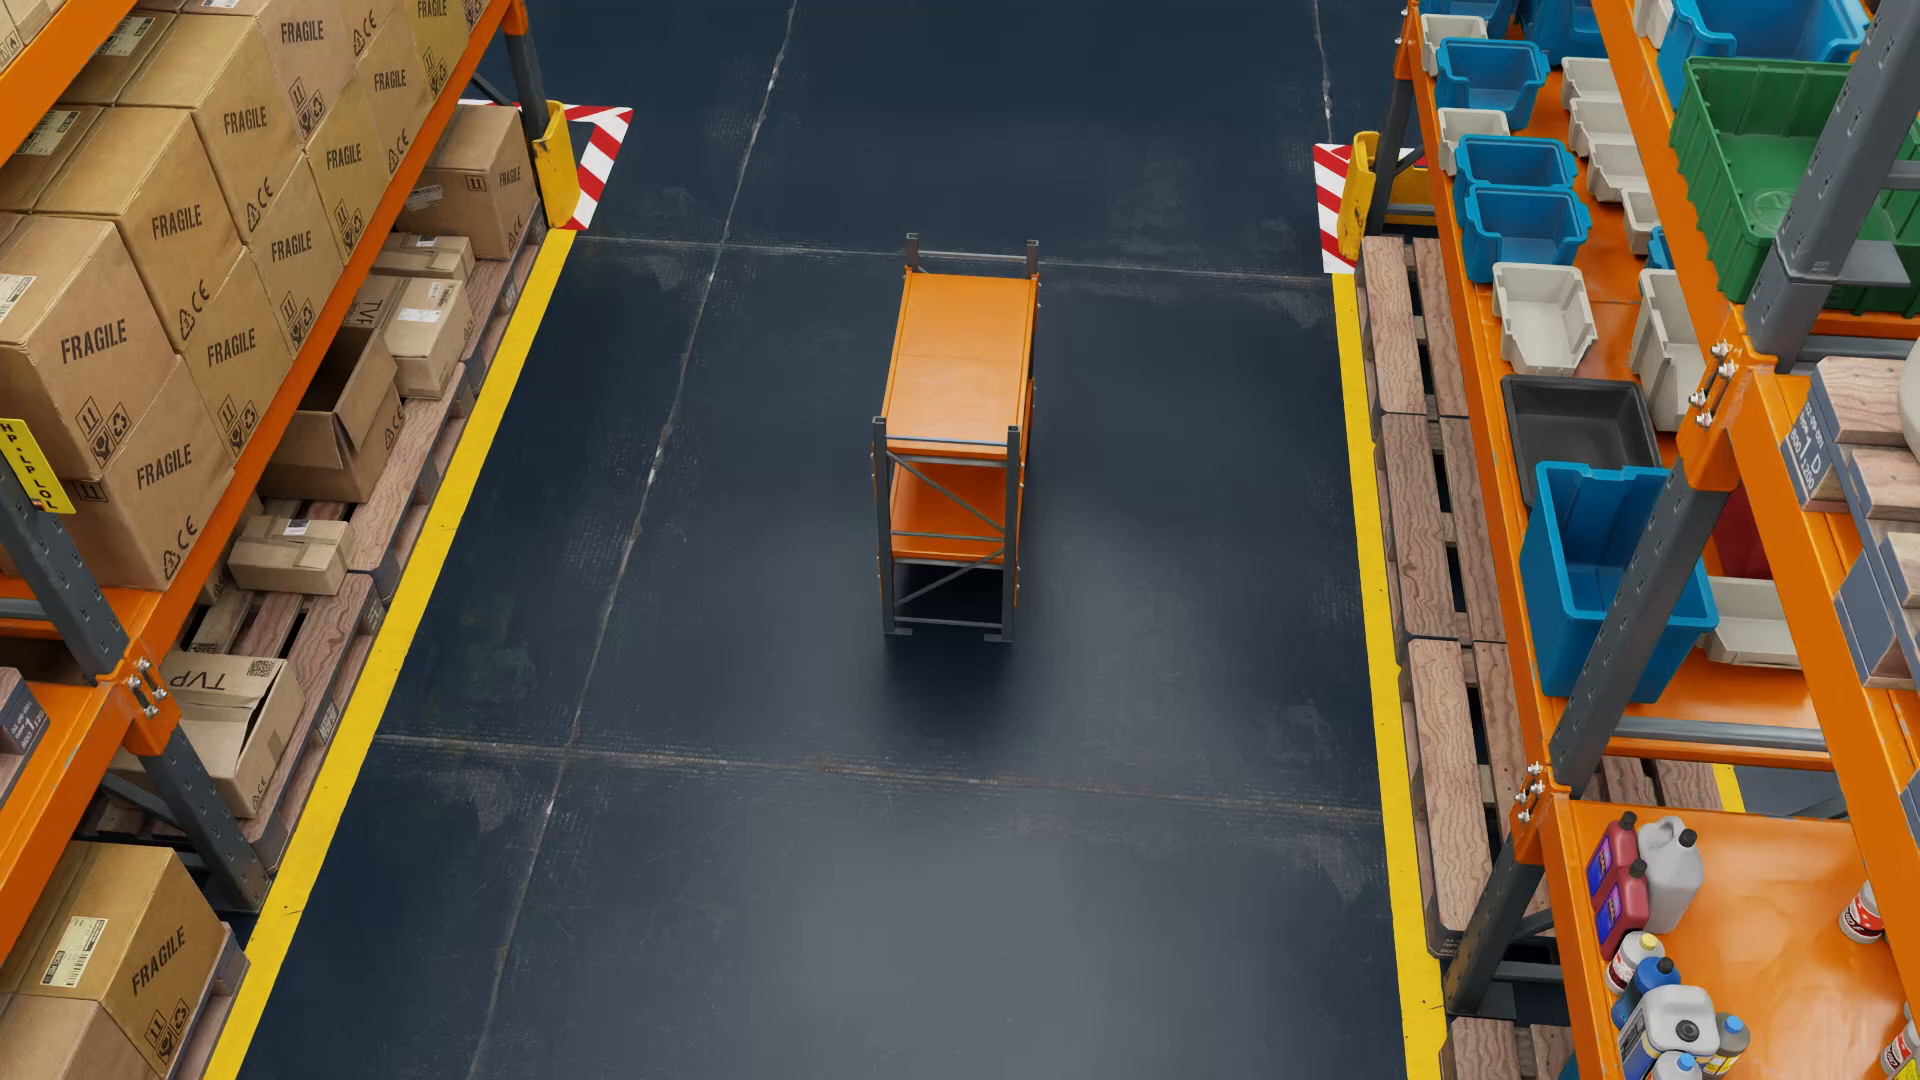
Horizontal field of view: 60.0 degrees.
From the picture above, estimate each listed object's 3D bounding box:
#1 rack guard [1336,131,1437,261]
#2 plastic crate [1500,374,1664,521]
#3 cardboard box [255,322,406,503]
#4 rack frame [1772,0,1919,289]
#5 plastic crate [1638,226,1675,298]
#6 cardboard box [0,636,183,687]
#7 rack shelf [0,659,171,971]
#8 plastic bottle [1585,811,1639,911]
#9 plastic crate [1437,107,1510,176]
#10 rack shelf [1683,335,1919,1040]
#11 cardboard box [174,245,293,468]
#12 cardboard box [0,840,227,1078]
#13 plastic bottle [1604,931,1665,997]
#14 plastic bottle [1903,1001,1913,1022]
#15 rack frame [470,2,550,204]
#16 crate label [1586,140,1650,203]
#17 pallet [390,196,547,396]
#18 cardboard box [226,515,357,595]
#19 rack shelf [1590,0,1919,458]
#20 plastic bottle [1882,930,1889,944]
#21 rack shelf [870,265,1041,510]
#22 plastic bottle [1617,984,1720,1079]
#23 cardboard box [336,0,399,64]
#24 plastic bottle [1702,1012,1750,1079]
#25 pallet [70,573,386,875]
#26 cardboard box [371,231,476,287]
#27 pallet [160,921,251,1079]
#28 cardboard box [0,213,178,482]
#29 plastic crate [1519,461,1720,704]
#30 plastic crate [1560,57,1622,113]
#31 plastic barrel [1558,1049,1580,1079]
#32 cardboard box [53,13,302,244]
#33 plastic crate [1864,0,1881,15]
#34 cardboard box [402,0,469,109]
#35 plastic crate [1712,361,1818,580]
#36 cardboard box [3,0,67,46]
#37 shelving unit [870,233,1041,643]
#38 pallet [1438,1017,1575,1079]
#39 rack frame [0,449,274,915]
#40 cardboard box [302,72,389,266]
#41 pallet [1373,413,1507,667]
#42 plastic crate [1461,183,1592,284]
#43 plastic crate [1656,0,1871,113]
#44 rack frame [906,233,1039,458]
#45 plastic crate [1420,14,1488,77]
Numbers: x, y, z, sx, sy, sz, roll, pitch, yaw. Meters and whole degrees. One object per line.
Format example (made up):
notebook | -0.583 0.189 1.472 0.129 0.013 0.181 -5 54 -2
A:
rack guard | 2.429 -1.604 7.904 1.175 0.500 0.348 4 48 4
plastic crate | 1.909 -0.257 5.124 0.437 0.125 0.590 4 48 4
cardboard box | -2.691 -0.512 6.605 0.797 0.503 0.637 4 48 4
rack frame | 2.075 -1.514 2.062 1.000 3.000 0.127 4 48 4
plastic crate | 2.508 -0.866 5.608 0.416 0.233 0.300 4 48 4
cardboard box | -3.088 0.432 5.744 0.500 0.500 0.500 4 48 4
rack shelf | -3.040 1.887 3.505 1.077 0.370 4.000 4 48 4
plastic bottle | 1.617 0.791 4.099 0.061 0.283 0.133 4 48 4
plastic crate | 1.916 -1.472 6.228 0.250 0.136 0.298 4 48 4
rack shelf | 1.893 1.211 2.091 1.077 0.370 4.000 4 48 4
cardboard box | -2.496 -0.592 5.217 0.500 0.500 0.500 5 48 4
cardboard box | -2.617 1.252 4.994 0.500 0.500 0.500 4 48 3
plastic bottle | 1.612 1.002 3.961 0.097 0.201 0.097 0 48 0
plastic bottle | 2.305 1.070 3.899 0.097 0.201 0.097 0 48 0
rack frame | -2.493 -2.765 7.272 1.000 3.000 0.127 4 48 4
crate label | 2.503 -1.330 6.098 0.396 0.136 0.243 4 48 4
pallet | -2.572 -1.182 7.714 1.003 0.211 1.213 4 48 4
cardboard box | -2.535 0.052 6.317 0.380 0.166 0.250 4 48 4
rack shelf | 2.257 -1.729 4.779 1.077 0.370 4.000 4 48 4
plastic bottle | 2.361 0.864 4.037 0.152 0.276 0.135 4 48 4
rack shelf | 0.001 -0.582 6.149 0.538 0.278 1.000 4 48 4
plastic bottle | 1.620 1.136 3.788 0.152 0.276 0.135 4 48 4
cardboard box | -2.348 -2.038 5.861 0.500 0.500 0.500 5 48 5
plastic bottle | 1.746 1.156 3.821 0.097 0.201 0.097 0 48 0
pallet | -2.794 0.611 6.074 1.003 0.211 1.213 4 48 4
cardboard box | -2.424 -1.249 7.508 0.380 0.166 0.250 4 48 4
pallet | -2.894 1.716 5.063 1.003 0.211 1.213 4 48 4
cardboard box | -2.534 -0.524 4.477 0.500 0.500 0.500 5 48 5
plastic crate | 1.778 0.130 4.595 0.392 0.384 0.575 4 48 4
plastic crate | 2.545 -1.749 6.480 0.396 0.136 0.243 4 48 4
plastic barrel | 2.008 1.476 4.531 0.600 0.901 0.708 4 48 4
cardboard box | -2.441 -1.281 5.169 0.500 0.500 0.500 3 48 2
plastic crate | 2.461 -1.352 4.035 0.497 0.269 0.590 4 48 4
cardboard box | -2.307 -2.069 6.568 0.500 0.500 0.500 4 48 4
plastic crate | 2.406 -0.170 4.815 0.402 0.464 0.583 4 48 4
cardboard box | -2.517 -1.495 4.179 0.500 0.250 0.500 4 48 4
shelving unit | 0.001 -0.385 6.365 0.538 1.125 1.048 4 48 4
pallet | 1.963 2.016 4.789 1.003 0.211 1.213 4 48 4
rack frame | -2.858 0.175 4.583 1.000 3.000 0.127 4 48 4
cardboard box | -2.404 -1.333 5.894 0.500 0.500 0.500 3 48 3
pallet | 2.212 0.010 6.624 1.003 0.211 1.213 4 48 4
plastic crate | 1.942 -1.045 5.772 0.416 0.233 0.300 4 48 4
plastic crate | 1.840 -1.136 3.863 0.416 0.233 0.300 4 48 4
rack frame | 0.047 -0.758 6.707 0.500 1.125 0.032 4 48 4
plastic crate | 1.977 -1.971 6.683 0.250 0.136 0.298 4 48 4
